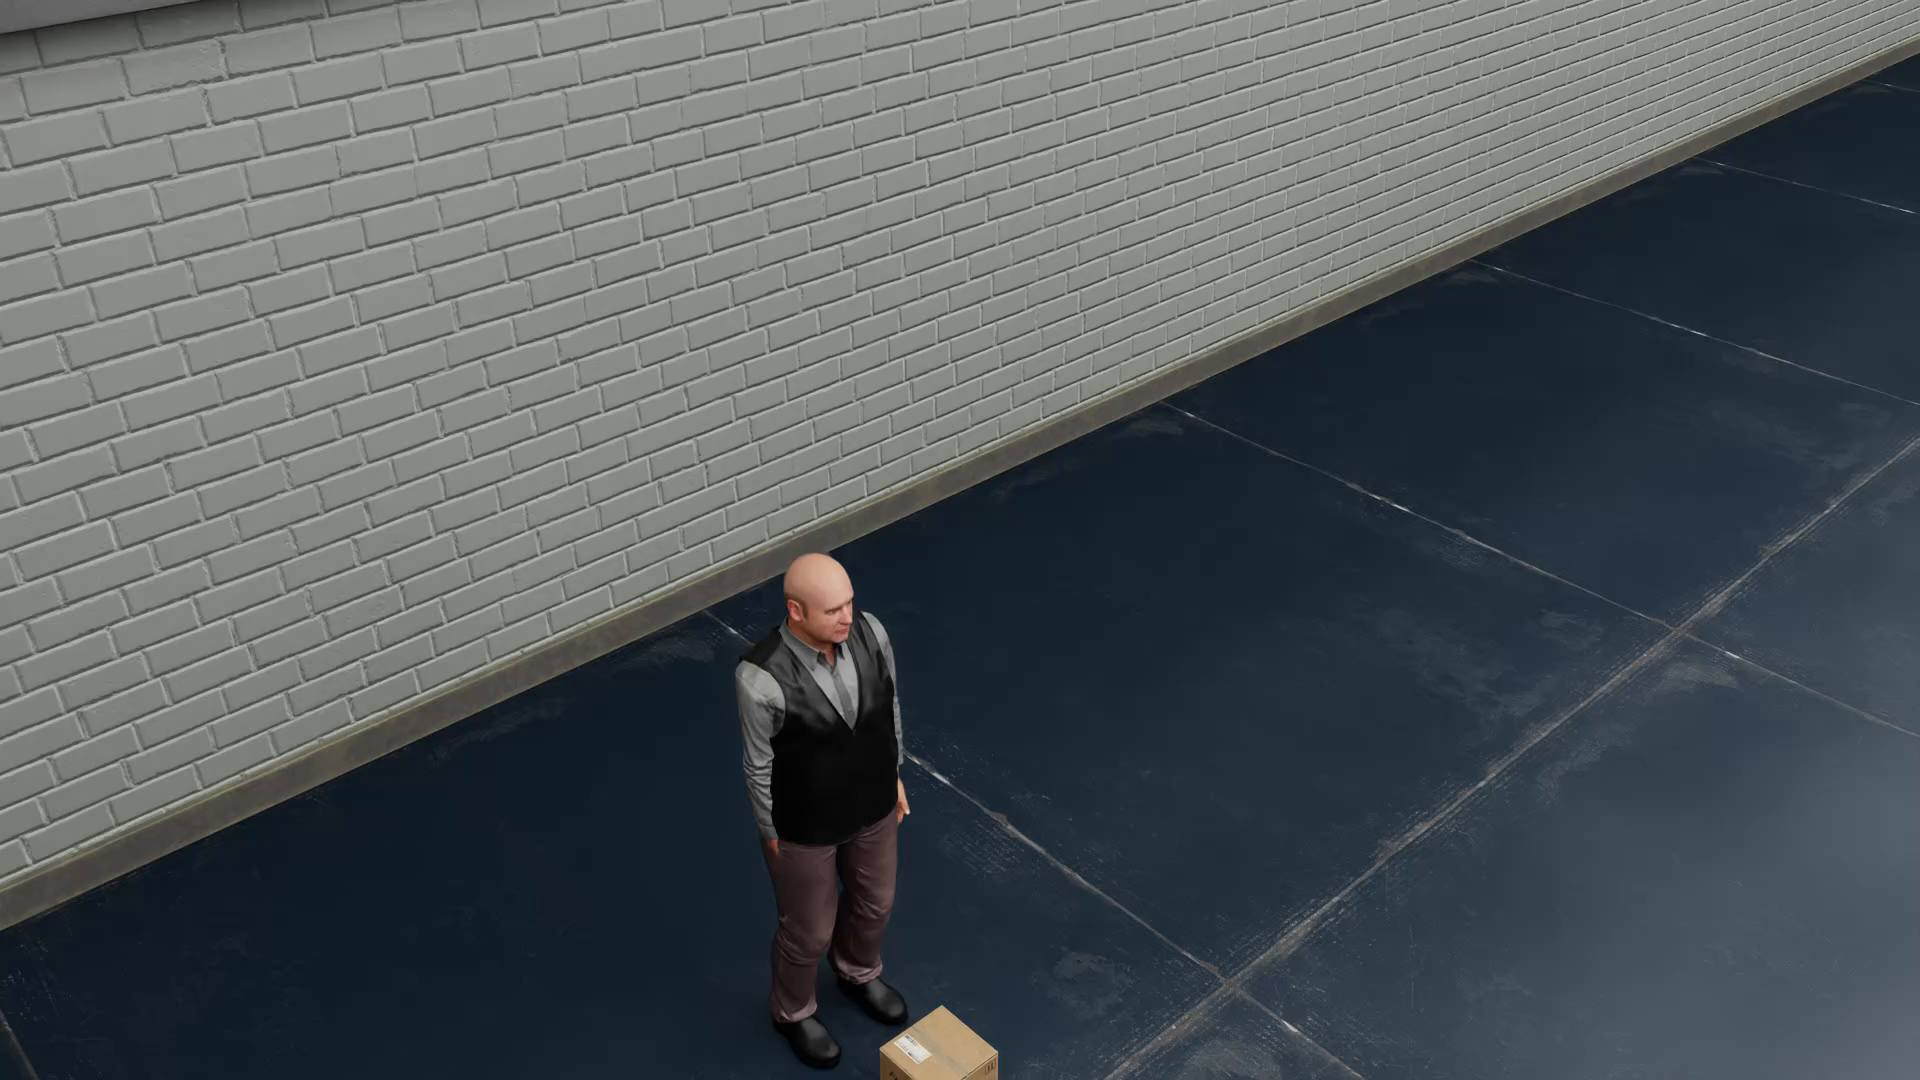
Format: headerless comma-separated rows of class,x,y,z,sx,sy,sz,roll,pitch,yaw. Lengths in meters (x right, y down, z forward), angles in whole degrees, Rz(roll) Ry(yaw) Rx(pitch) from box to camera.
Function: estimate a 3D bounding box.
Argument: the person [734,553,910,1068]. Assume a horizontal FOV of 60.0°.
person,-0.373,0.788,4.882,0.533,1.716,0.359,-25,39,-34
